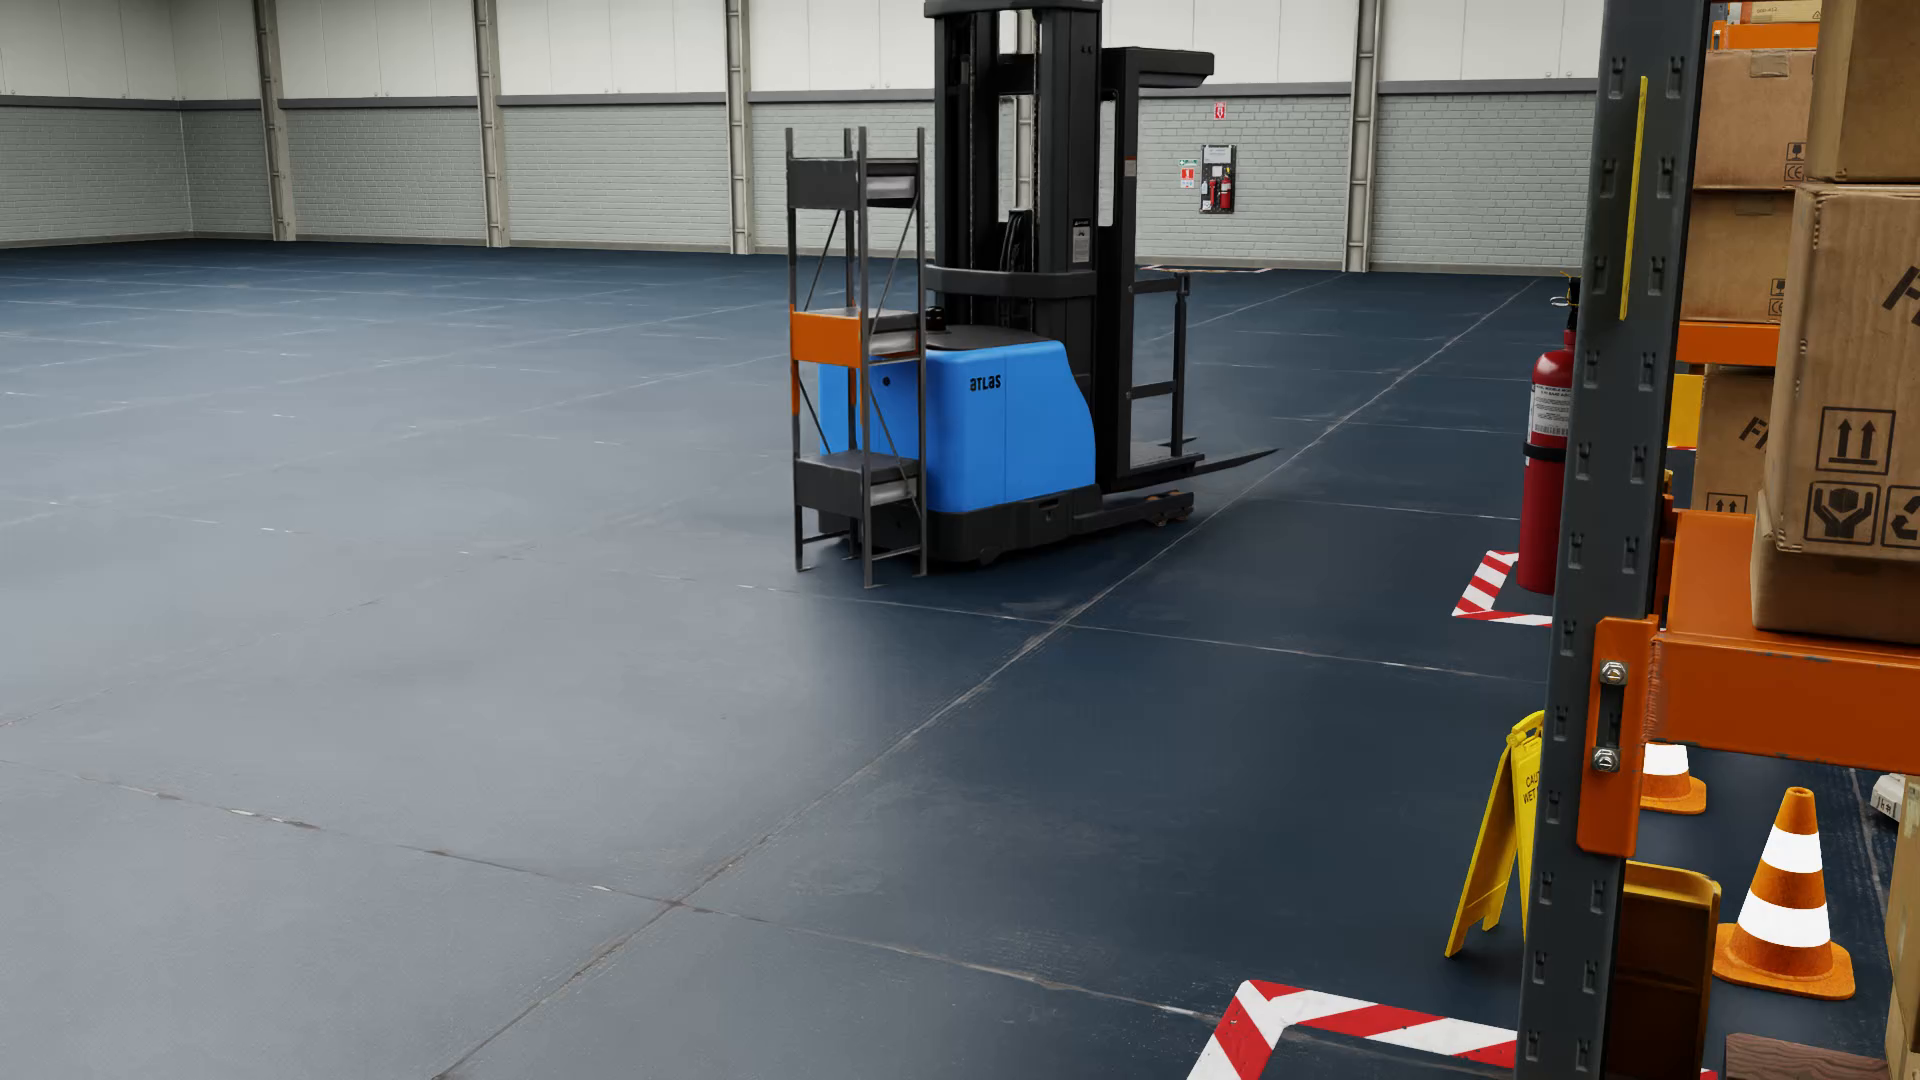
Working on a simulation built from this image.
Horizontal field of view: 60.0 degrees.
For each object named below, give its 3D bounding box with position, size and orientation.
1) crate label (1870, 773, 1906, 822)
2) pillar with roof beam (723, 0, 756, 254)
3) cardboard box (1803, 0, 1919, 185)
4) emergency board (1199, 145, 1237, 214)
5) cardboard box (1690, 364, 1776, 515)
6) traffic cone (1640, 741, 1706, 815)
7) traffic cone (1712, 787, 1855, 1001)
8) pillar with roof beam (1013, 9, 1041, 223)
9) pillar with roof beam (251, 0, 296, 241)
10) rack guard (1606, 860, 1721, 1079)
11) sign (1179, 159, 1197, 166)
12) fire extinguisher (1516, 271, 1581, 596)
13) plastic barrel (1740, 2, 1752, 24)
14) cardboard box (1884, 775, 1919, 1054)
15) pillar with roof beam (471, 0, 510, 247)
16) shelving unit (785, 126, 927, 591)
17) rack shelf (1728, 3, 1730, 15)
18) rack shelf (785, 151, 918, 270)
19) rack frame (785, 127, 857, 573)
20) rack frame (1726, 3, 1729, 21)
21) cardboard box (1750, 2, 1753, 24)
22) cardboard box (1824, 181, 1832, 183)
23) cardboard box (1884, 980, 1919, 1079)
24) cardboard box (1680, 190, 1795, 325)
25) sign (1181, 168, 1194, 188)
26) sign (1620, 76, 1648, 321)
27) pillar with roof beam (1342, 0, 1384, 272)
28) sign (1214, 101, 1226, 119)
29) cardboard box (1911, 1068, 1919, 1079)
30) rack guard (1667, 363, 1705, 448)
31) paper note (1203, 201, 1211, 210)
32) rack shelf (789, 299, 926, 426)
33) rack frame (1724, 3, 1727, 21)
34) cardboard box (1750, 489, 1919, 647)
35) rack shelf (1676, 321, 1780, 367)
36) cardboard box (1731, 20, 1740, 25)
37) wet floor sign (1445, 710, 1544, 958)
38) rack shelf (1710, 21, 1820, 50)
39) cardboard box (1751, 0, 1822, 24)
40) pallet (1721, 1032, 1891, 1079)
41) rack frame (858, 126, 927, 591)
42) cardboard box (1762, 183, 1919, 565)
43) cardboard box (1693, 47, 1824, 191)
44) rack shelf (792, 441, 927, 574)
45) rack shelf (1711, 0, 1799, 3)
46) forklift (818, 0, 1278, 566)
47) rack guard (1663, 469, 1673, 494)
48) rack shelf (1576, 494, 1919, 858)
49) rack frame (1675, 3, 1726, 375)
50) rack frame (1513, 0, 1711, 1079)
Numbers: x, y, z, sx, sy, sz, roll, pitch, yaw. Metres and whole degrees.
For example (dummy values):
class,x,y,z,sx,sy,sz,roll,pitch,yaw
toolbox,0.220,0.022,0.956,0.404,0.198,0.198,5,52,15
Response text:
class,x,y,z,sx,sy,sz,roll,pitch,yaw
crate label,2.949,0.798,5.053,0.298,0.136,0.250,-1,13,-6
pillar with roof beam,-6.027,-9.139,28.002,0.400,9.000,9.100,6,14,23
cardboard box,1.706,-0.841,2.713,0.500,0.500,0.700,5,14,22
emergency board,4.444,-6.243,28.796,0.643,1.169,0.194,6,14,23
cardboard box,3.710,-0.326,7.312,0.875,0.875,0.875,6,14,24
traffic cone,2.205,0.580,5.270,0.334,0.463,0.336,6,14,23
traffic cone,2.066,0.843,4.148,0.334,0.463,0.336,6,14,23
pillar with roof beam,-0.541,-8.583,25.636,0.400,9.000,9.100,6,14,23
pillar with roof beam,-16.999,-10.249,32.734,0.400,9.000,9.100,6,14,23
rack guard,1.220,1.062,3.135,0.348,0.500,1.175,6,14,23
sign,3.981,-6.589,29.032,0.331,0.109,0.001,6,14,23
fire extinguisher,1.233,-0.231,3.344,0.183,0.674,0.296,6,14,23
plastic barrel,7.666,-5.122,15.591,0.708,0.830,0.600,6,14,23
cardboard box,1.989,0.627,2.976,0.500,0.500,0.500,6,14,24
pillar with roof beam,-11.513,-9.694,30.368,0.400,9.000,9.100,6,14,23
shelving unit,-0.481,-0.859,7.817,0.503,2.100,0.431,12,18,42
rack shelf,13.012,-7.720,23.536,4.000,0.370,1.077,6,14,23
rack shelf,-0.481,-1.527,7.661,0.480,0.518,0.431,12,18,42
rack frame,-0.658,-0.897,7.980,0.015,2.100,0.400,12,18,42
rack frame,9.180,-7.221,19.832,0.127,3.000,1.000,6,14,23
cardboard box,5.708,-3.628,11.411,0.500,0.250,0.500,6,15,25
cardboard box,1.758,-0.363,2.865,0.500,0.500,0.500,6,14,22
cardboard box,2.021,0.993,3.057,0.500,0.250,0.500,6,14,23
cardboard box,3.421,-1.254,7.202,0.550,0.550,0.875,6,14,23
sign,3.980,-6.334,29.102,0.234,0.329,0.001,6,14,23
sign,0.931,-0.470,2.298,0.005,0.325,0.100,6,14,23
pillar with roof beam,4.944,-8.028,23.270,0.400,9.000,9.100,6,14,23
sign,4.477,-7.394,28.623,0.199,0.298,0.001,6,14,23
cardboard box,1.776,1.104,2.581,0.500,0.250,0.500,6,14,23
rack guard,5.234,-1.008,11.956,0.348,0.500,1.175,6,14,23
paper note,4.310,-5.845,29.028,0.142,0.148,0.016,6,14,23
rack shelf,-0.481,-0.845,7.821,0.480,0.518,0.431,12,18,42
rack frame,7.171,-6.187,15.424,0.127,3.000,1.000,6,14,23
cardboard box,1.377,0.035,2.590,0.250,0.149,0.380,6,14,23
rack shelf,4.892,-0.670,6.619,4.000,0.370,1.077,6,14,23
cardboard box,11.437,-7.255,24.089,0.500,0.500,0.500,5,14,19
wet floor sign,1.410,0.743,4.176,0.232,0.644,0.267,12,18,42
rack shelf,6.993,-3.157,10.652,4.000,0.370,1.077,6,14,23
cardboard box,5.500,-3.521,10.955,0.500,0.250,0.500,6,15,25
pallet,1.949,1.285,2.816,1.213,0.211,1.003,6,14,23
rack frame,-0.303,-0.820,7.654,0.015,2.100,0.400,12,18,42
cardboard box,1.471,-0.254,2.401,0.500,0.500,0.500,6,14,22
cardboard box,3.387,-1.762,7.004,0.550,0.550,0.875,6,14,23
rack shelf,-0.481,-0.164,7.980,0.480,0.518,0.431,12,18,42
rack shelf,4.892,-2.130,6.276,4.000,0.370,1.077,6,14,23
forklift,0.651,-1.571,9.033,1.130,2.935,3.031,13,18,43
rack guard,3.041,0.009,7.621,0.348,0.500,1.175,6,14,23
rack shelf,2.979,0.373,2.173,4.000,0.370,1.077,6,14,23
rack frame,5.165,-2.232,11.701,0.127,3.000,1.000,6,14,23
rack frame,1.151,-0.162,2.880,0.127,3.000,1.000,6,14,23
